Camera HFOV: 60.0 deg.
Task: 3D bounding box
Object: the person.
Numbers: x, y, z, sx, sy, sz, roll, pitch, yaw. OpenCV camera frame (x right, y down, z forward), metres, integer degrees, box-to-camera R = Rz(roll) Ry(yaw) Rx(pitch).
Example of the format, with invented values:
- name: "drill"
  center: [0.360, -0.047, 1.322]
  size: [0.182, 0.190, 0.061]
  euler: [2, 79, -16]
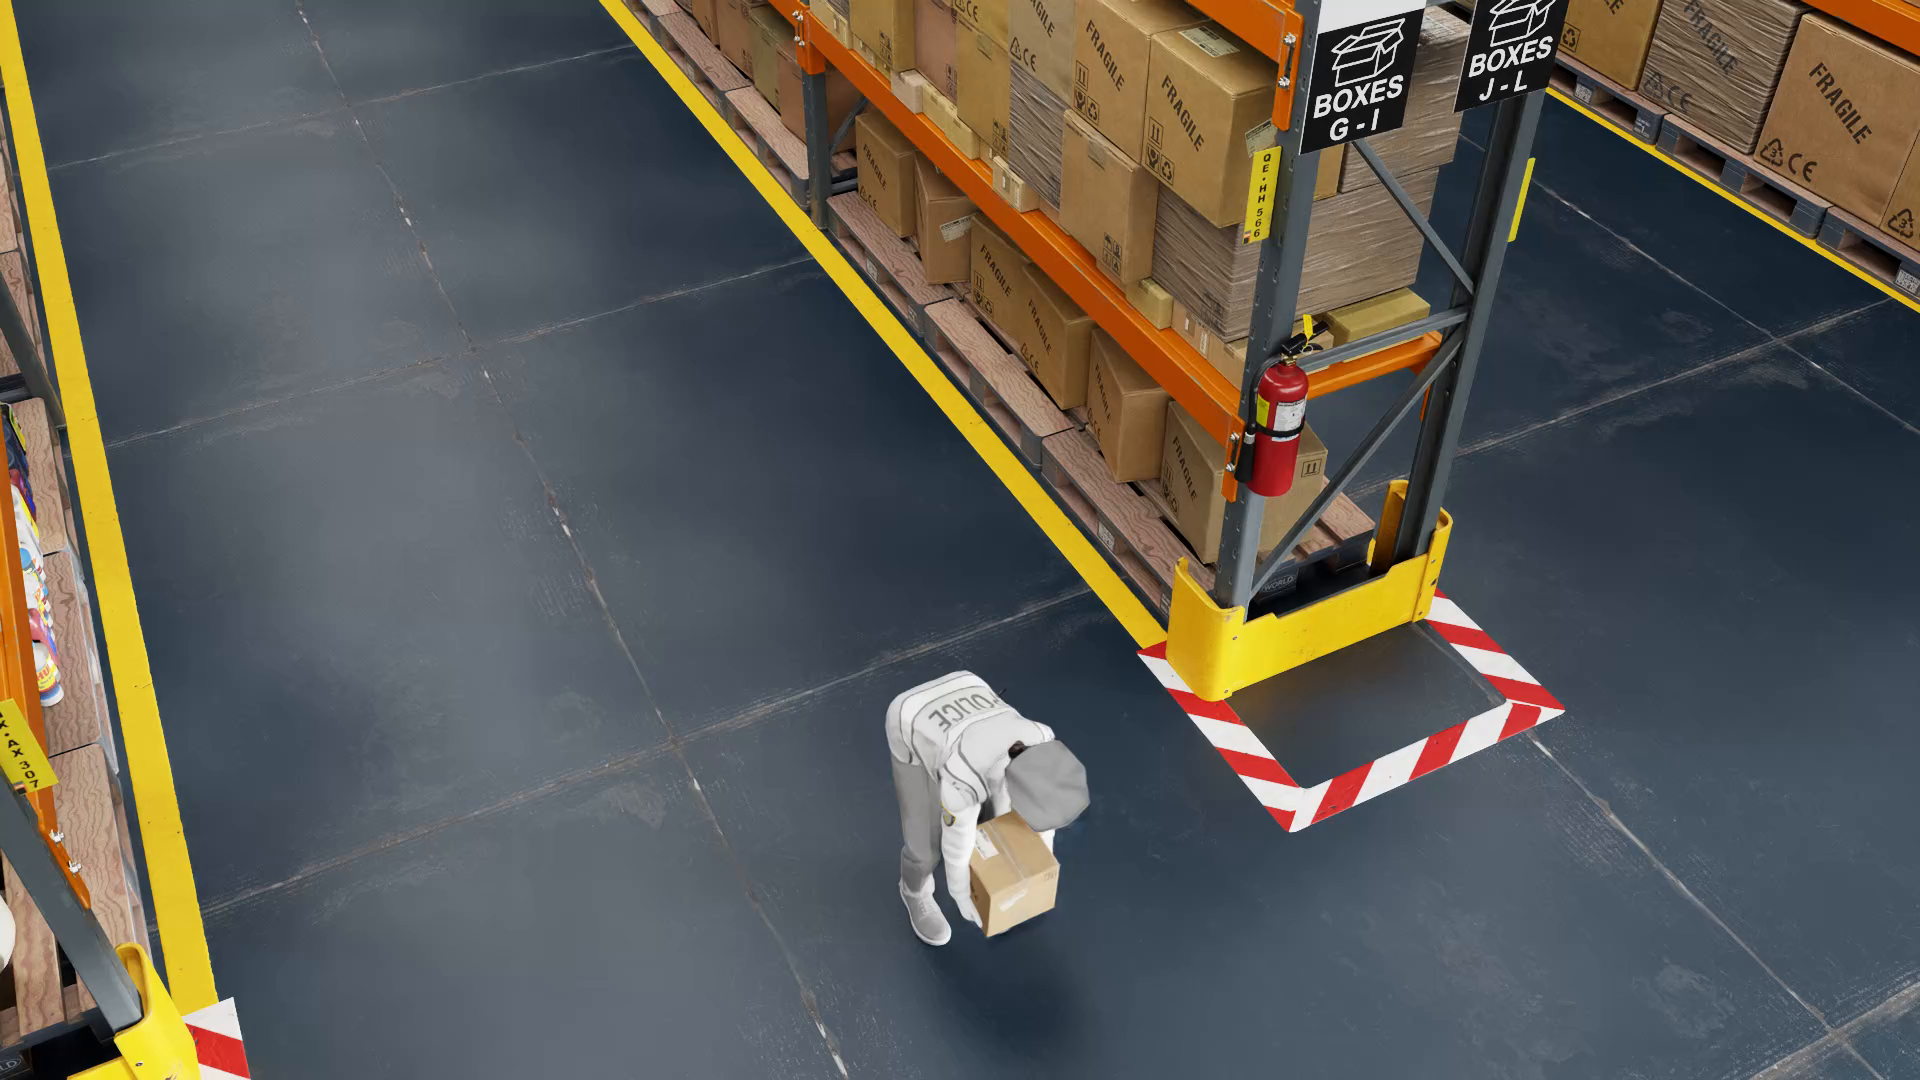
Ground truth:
- name: "person"
  center: [0.086, 0.937, 5.374]
  size: [0.409, 1.306, 0.886]
  euler: [-20, 45, -21]
